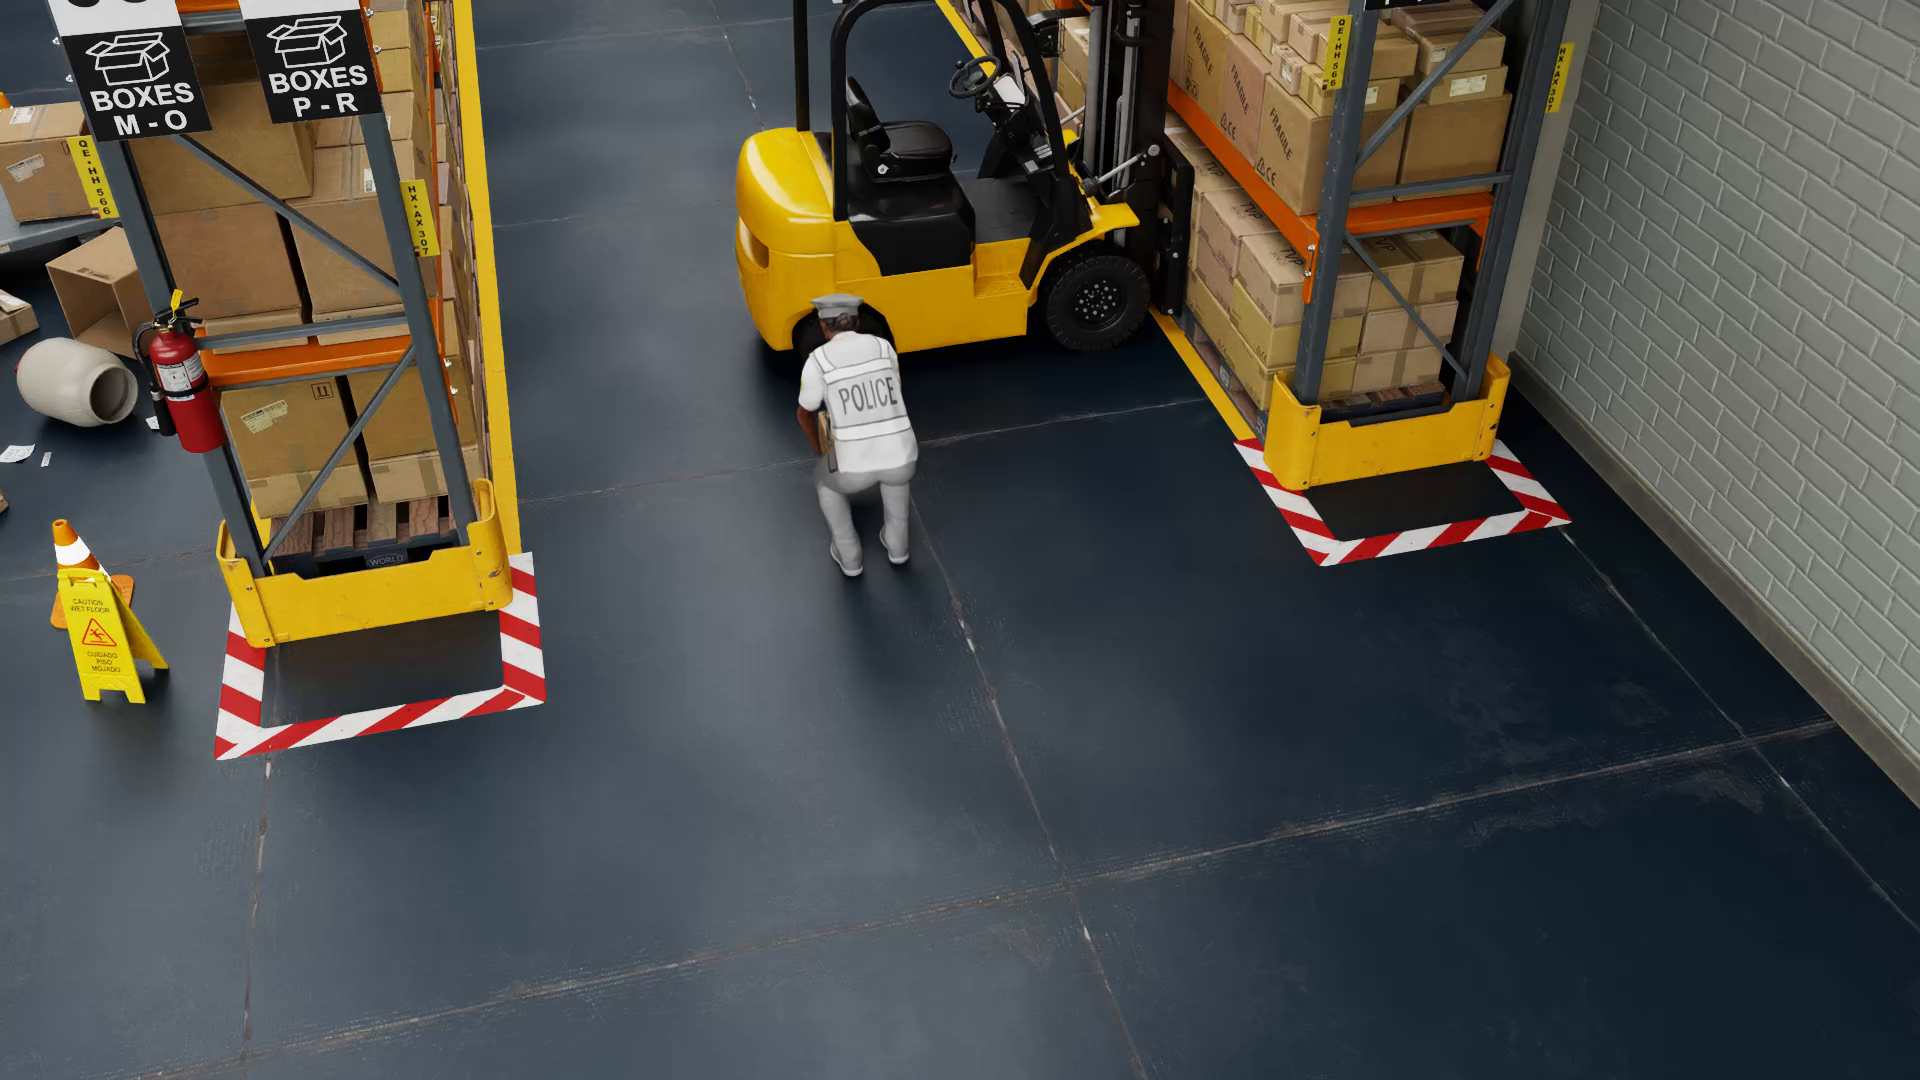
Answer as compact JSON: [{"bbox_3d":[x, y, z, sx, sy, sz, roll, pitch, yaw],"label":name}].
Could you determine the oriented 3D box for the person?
[{"bbox_3d":[-0.479,-0.453,7.623,0.496,1.249,0.777,-9,39,-12],"label":"person"}]
